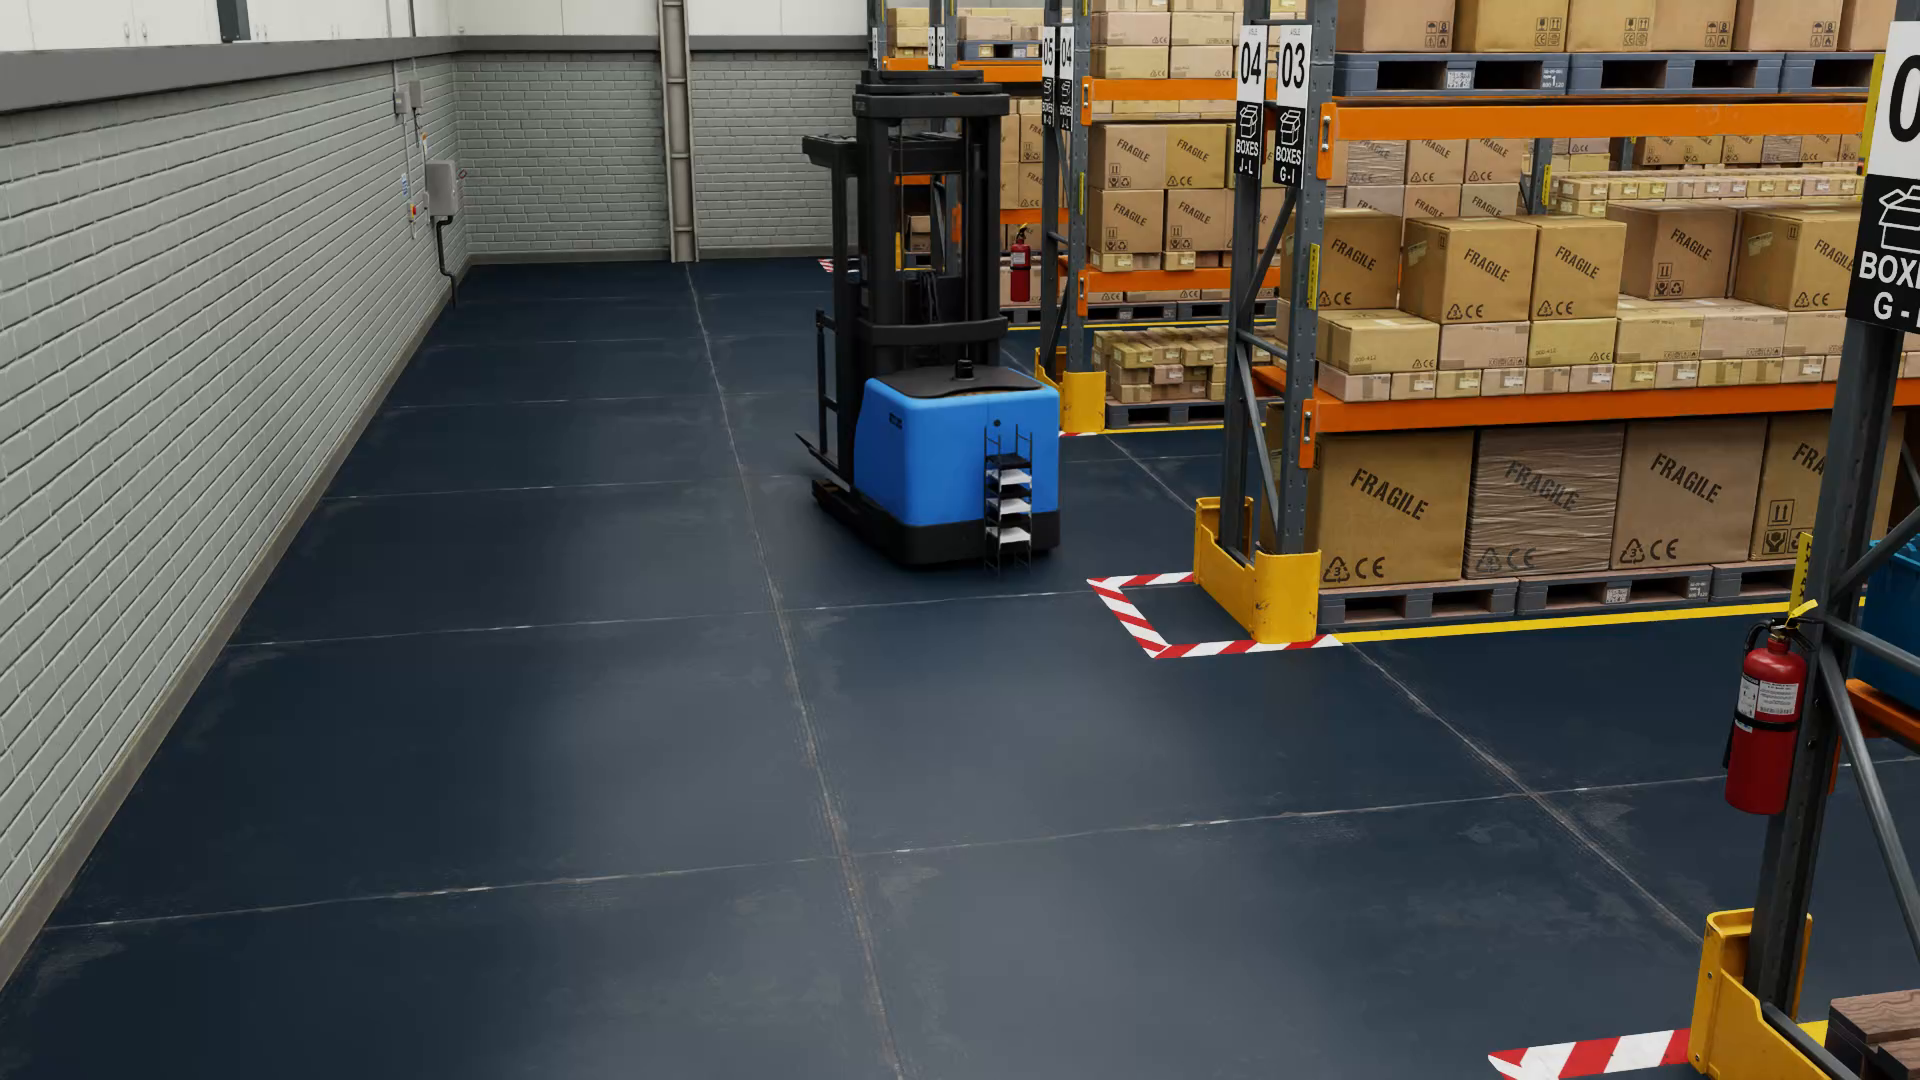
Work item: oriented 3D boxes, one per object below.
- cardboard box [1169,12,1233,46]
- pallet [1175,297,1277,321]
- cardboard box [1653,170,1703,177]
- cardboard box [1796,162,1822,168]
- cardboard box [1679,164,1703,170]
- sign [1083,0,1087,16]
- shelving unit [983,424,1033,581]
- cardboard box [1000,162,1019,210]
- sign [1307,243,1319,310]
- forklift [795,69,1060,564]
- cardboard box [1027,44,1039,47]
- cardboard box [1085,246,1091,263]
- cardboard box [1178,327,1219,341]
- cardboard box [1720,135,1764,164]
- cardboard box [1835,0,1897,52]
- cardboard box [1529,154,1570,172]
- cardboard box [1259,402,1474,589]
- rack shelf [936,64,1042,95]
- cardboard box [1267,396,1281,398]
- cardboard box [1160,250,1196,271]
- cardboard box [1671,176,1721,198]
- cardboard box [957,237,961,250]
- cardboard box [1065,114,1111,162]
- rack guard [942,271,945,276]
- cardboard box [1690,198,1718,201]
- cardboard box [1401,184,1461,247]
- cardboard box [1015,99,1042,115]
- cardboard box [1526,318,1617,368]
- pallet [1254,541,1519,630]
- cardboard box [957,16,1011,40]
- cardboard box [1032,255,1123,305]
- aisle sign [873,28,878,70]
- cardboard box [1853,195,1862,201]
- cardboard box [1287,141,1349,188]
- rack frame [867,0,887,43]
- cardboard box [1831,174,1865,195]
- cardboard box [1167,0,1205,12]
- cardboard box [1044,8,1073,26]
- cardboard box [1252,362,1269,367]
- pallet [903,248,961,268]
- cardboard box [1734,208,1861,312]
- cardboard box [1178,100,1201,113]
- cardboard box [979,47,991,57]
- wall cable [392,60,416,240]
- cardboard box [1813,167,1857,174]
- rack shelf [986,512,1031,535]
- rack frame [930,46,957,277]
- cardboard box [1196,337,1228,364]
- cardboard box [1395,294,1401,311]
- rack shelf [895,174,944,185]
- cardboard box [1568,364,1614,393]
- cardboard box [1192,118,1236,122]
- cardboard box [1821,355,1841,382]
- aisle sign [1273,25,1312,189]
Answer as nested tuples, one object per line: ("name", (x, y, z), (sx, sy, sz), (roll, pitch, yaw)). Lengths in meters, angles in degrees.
("cardboard box", (1.846, -4.062, 13.223), (0.500, 0.250, 0.500), (-3, 17, -11))
("pallet", (2.981, -2.773, 19.481), (1.213, 0.211, 1.003), (-3, 17, -10))
("cardboard box", (6.417, -3.221, 14.888), (0.250, 0.149, 0.380), (-4, 18, -13))
("cardboard box", (10.140, -4.491, 20.039), (0.250, 0.149, 0.380), (-3, 17, -10))
("cardboard box", (8.585, -4.402, 19.748), (0.250, 0.149, 0.380), (-4, 18, -14))
("sign", (0.956, -4.177, 12.705), (0.005, 0.325, 0.100), (-3, 17, -10))
("shelving unit", (0.286, -0.227, 10.017), (0.210, 0.900, 0.258), (-7, 18, -21))
("cardboard box", (0.341, -3.895, 18.214), (0.500, 0.500, 0.500), (-3, 17, -11))
("sign", (1.794, -1.338, 8.449), (0.005, 0.325, 0.100), (-3, 17, -10))
("forklift", (-0.390, -1.644, 11.173), (1.130, 2.935, 3.031), (-7, 18, -21))
("cardboard box", (0.861, -6.879, 22.739), (0.500, 0.250, 0.500), (-4, 17, -11))
("cardboard box", (1.120, -2.461, 14.145), (0.250, 0.149, 0.380), (-3, 17, -10))
("cardboard box", (2.079, -1.751, 14.532), (0.250, 0.149, 0.380), (-4, 18, -13))
("cardboard box", (9.186, -4.760, 19.810), (0.500, 0.500, 0.500), (-3, 17, -10))
("cardboard box", (4.865, -2.939, 9.106), (0.500, 0.500, 0.700), (-4, 18, -14))
("cardboard box", (6.739, -4.386, 19.388), (0.500, 0.250, 0.500), (-4, 17, -12))
("cardboard box", (2.308, -0.290, 9.551), (0.875, 0.875, 0.875), (-3, 17, -10))
("rack shelf", (1.778, -5.105, 18.439), (4.000, 0.370, 1.077), (-3, 17, -10))
("cardboard box", (2.677, -1.324, 14.153), (0.250, 0.149, 0.380), (-4, 18, -13))
("cardboard box", (1.750, -2.311, 13.655), (0.250, 0.149, 0.380), (-4, 17, -12))
("cardboard box", (6.276, -3.018, 14.227), (0.250, 0.149, 0.380), (-3, 17, -11))
("cardboard box", (-0.088, -4.191, 23.489), (0.250, 0.149, 0.380), (-4, 18, -13))
("cardboard box", (1.350, -4.435, 18.270), (0.500, 0.500, 0.500), (-3, 17, -11))
("rack guard", (-0.209, -2.707, 18.774), (0.348, 0.500, 1.175), (-3, 17, -10))
("cardboard box", (6.281, -2.877, 14.275), (0.250, 0.149, 0.380), (-3, 17, -8))
("cardboard box", (3.849, -2.758, 14.005), (0.500, 0.500, 0.500), (-4, 17, -12))
("cardboard box", (0.737, -4.696, 18.013), (0.250, 0.149, 0.380), (-3, 17, -9))
("cardboard box", (3.220, -1.124, 9.110), (0.500, 0.250, 0.500), (-4, 17, -12))
("pallet", (2.465, 0.220, 9.738), (1.213, 0.211, 1.003), (-3, 17, -10))
("cardboard box", (0.240, -5.565, 18.082), (0.500, 0.250, 0.500), (-5, 18, -16))
("cardboard box", (1.341, -2.998, 19.113), (0.875, 0.438, 0.875), (-3, 17, -9))
("aisle sign", (-1.142, -6.488, 22.399), (0.004, 0.787, 0.394), (-3, 17, -10))
("cardboard box", (7.790, -2.961, 14.549), (0.250, 0.149, 0.380), (-3, 17, -9))
("cardboard box", (2.853, -3.180, 13.677), (0.500, 0.500, 0.500), (-4, 17, -12))
("rack frame", (-1.131, -8.202, 22.188), (0.127, 3.000, 1.000), (-3, 17, -10))
("cardboard box", (7.809, -3.105, 14.512), (0.250, 0.149, 0.380), (-3, 17, -9))
("cardboard box", (1.748, -4.229, 13.088), (0.250, 0.149, 0.380), (-3, 17, -11))
("cardboard box", (1.351, -7.146, 22.757), (0.500, 0.250, 0.500), (-3, 17, -9))
("cardboard box", (2.434, -1.481, 14.157), (0.250, 0.149, 0.380), (-4, 18, -13))
("pallet", (-0.273, -4.050, 23.638), (1.213, 0.211, 1.003), (-3, 17, -10))
("cardboard box", (4.729, -1.569, 9.282), (0.500, 0.500, 0.500), (-3, 17, -10))
("cardboard box", (2.490, -4.815, 18.401), (0.250, 0.149, 0.380), (-3, 17, -11))
("cardboard box", (0.254, -6.631, 22.611), (0.250, 0.149, 0.380), (-3, 17, -11))
("wall cable", (-5.717, -4.083, 17.213), (0.123, 1.953, 0.585), (-3, 17, -10))
("cardboard box", (7.954, -3.307, 15.169), (0.250, 0.149, 0.380), (-4, 17, -12))
("rack shelf", (0.286, -0.109, 10.053), (0.200, 0.077, 0.258), (-7, 18, -21))
("rack frame", (-0.185, -3.903, 18.411), (0.127, 3.000, 1.000), (-3, 17, -10))
("cardboard box", (2.179, -1.600, 14.040), (0.250, 0.149, 0.380), (-4, 18, -13))
("cardboard box", (2.618, -1.248, 9.517), (0.500, 0.250, 0.500), (-4, 17, -11))
("rack shelf", (0.833, -5.101, 23.537), (4.000, 0.370, 1.077), (-3, 17, -10))
("cardboard box", (3.368, -0.923, 9.137), (0.250, 0.149, 0.380), (-3, 17, -11))
("cardboard box", (2.261, -3.307, 14.089), (0.500, 0.500, 0.500), (-2, 17, -8))
("cardboard box", (4.880, -1.009, 9.416), (0.250, 0.149, 0.380), (-4, 17, -11))
("aisle sign", (1.681, -2.199, 8.434), (0.004, 0.787, 0.394), (-3, 17, -10))
